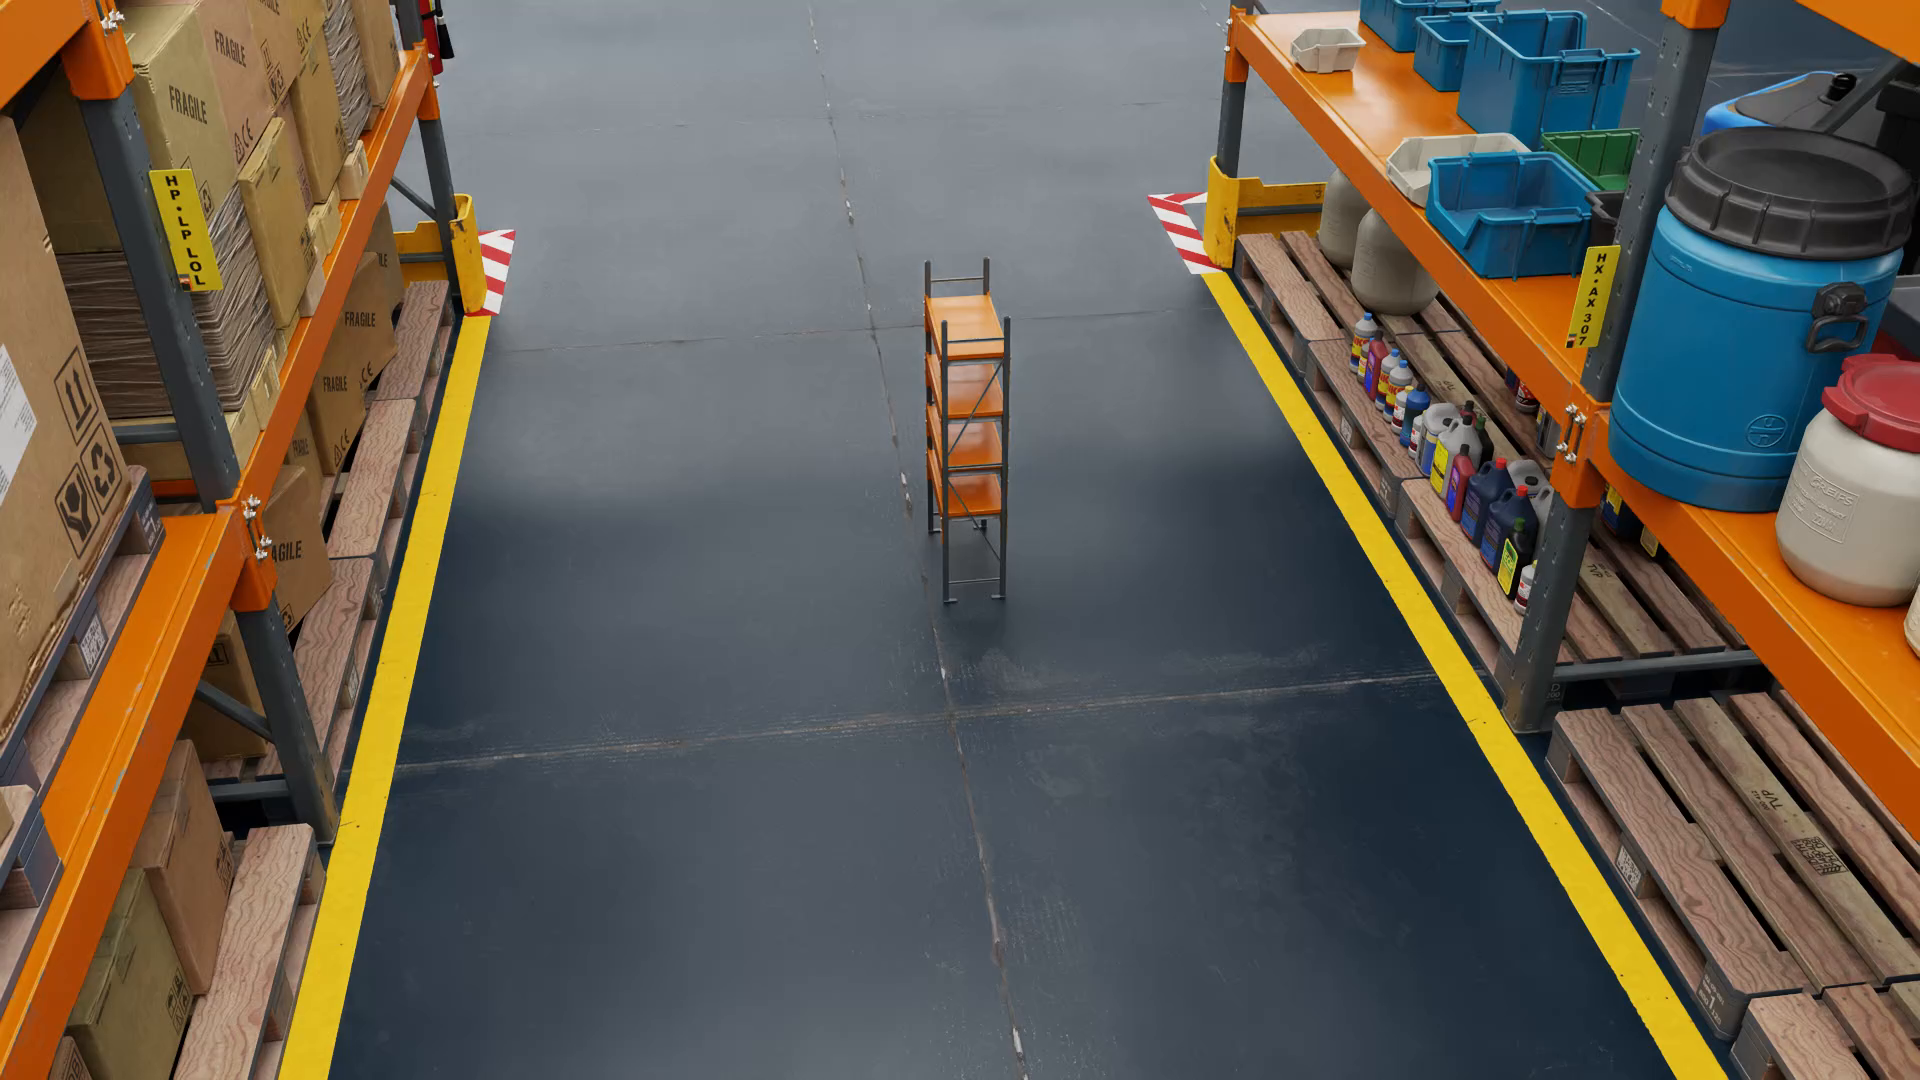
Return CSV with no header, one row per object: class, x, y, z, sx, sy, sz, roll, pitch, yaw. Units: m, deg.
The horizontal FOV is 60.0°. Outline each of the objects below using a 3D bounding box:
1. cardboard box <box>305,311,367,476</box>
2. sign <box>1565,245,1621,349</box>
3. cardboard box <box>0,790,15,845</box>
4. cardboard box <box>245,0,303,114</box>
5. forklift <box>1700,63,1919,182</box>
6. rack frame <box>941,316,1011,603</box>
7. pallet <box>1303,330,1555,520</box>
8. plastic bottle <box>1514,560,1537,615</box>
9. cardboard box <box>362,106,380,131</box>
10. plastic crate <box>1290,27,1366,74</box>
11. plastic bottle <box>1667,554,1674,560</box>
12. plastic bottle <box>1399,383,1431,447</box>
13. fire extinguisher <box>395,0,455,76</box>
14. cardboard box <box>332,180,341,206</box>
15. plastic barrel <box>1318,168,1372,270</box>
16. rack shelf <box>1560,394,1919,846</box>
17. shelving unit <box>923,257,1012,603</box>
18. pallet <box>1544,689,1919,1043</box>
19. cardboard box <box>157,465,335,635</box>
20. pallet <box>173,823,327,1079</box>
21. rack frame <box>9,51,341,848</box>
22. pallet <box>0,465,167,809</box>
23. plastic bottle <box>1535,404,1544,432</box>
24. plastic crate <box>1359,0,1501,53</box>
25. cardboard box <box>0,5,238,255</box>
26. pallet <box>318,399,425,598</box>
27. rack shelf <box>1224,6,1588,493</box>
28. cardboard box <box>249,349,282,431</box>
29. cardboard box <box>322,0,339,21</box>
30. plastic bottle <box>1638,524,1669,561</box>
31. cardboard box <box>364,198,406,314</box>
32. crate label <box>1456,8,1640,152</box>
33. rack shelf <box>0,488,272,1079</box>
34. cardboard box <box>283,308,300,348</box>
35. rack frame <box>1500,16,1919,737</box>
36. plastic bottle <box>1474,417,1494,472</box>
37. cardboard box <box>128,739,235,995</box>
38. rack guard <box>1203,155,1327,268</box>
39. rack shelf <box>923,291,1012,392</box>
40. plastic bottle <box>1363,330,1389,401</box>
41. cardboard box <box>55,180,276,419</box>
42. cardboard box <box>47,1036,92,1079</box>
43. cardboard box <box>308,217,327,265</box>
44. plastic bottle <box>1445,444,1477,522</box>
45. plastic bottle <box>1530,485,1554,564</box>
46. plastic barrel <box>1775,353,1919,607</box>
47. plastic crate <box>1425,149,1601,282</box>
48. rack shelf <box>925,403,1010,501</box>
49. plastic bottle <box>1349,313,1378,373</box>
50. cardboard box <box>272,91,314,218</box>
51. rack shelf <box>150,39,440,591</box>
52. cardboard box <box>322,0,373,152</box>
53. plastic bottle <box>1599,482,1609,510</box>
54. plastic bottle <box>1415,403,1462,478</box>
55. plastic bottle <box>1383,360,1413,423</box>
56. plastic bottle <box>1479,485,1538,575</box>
cardboard box,-2.794,-0.598,6.811,0.500,0.500,0.500,-1,34,-2
sign,1.858,-0.711,4.884,0.100,0.325,0.005,-4,35,-6
cardboard box,-2.179,0.487,2.907,0.797,0.503,0.637,-1,34,-1
cardboard box,-2.447,-1.663,5.286,0.500,0.500,0.500,-4,35,-6
forklift,4.783,-1.852,6.864,1.130,2.935,3.031,-22,40,-29
rack frame,0.055,-0.267,6.077,0.240,1.200,0.015,-4,35,-6
pallet,2.188,-0.540,7.355,1.003,0.211,1.213,-4,35,-6
plastic bottle,2.047,0.164,5.941,0.097,0.201,0.097,0,34,0
cardboard box,-2.662,-1.826,6.989,0.380,0.149,0.250,-4,35,-6
plastic crate,1.668,-2.232,7.595,0.298,0.136,0.250,-4,35,-6
plastic bottle,2.726,-0.078,6.229,0.152,0.276,0.135,-3,34,-5
plastic bottle,1.889,-0.523,6.886,0.097,0.271,0.097,0,34,0
fire extinguisher,-2.600,-2.556,7.906,0.296,0.674,0.183,-4,35,-6
cardboard box,-2.528,-1.268,6.170,0.380,0.149,0.250,-4,35,-6
plastic barrel,2.031,-1.648,8.341,0.421,0.512,0.421,0,34,0
rack shelf,2.674,0.781,3.579,1.077,0.370,4.000,-4,35,-6
shelving unit,0.022,-0.403,6.277,0.258,1.200,0.503,-4,35,-6
pallet,2.549,0.955,5.161,1.003,0.211,1.213,-4,35,-6
cardboard box,-2.602,0.057,5.849,0.500,0.500,0.500,6,35,9
pallet,-2.397,1.330,4.612,1.003,0.211,1.213,-4,35,-6
rack frame,-2.503,-0.257,4.464,1.000,3.000,0.127,-4,35,-6
pallet,-2.545,0.260,3.876,1.003,0.211,1.213,-4,35,-6
plastic bottle,2.486,-0.552,6.991,0.097,0.201,0.097,0,34,0
plastic crate,2.231,-2.546,7.955,0.499,0.251,0.616,-4,35,-6
cardboard box,-2.312,-1.105,4.467,0.500,0.500,0.500,-4,35,-6
pallet,-2.796,-0.159,6.796,1.003,0.211,1.213,-4,35,-6
rack shelf,2.136,-1.451,6.854,1.077,0.370,4.000,-4,35,-6
cardboard box,-2.255,-0.437,4.950,0.380,0.149,0.250,-4,35,-6
cardboard box,-2.585,-2.221,6.104,0.500,0.500,0.500,-4,35,-6
plastic bottle,2.620,-0.072,6.214,0.061,0.283,0.133,-4,35,-6
cardboard box,-2.974,-1.280,7.812,0.500,0.500,0.500,2,34,2
crate label,2.382,-1.872,6.802,0.502,0.435,0.616,-4,35,-6
rack shelf,-2.234,1.156,3.029,1.077,0.370,4.000,-4,35,-6
cardboard box,-2.359,-0.713,5.355,0.380,0.149,0.250,-4,35,-6
rack frame,2.405,-0.632,5.014,1.000,3.000,0.127,-4,35,-6
plastic bottle,2.061,-0.339,6.605,0.061,0.283,0.133,-4,35,-6
cardboard box,-2.442,0.938,4.539,0.700,0.500,0.500,-7,35,-10
rack guard,1.924,-1.793,8.936,1.175,0.500,0.348,-4,35,-6
rack shelf,0.022,-0.728,6.055,0.258,0.148,0.480,-4,35,-6
plastic bottle,1.814,-0.761,7.224,0.061,0.283,0.133,-4,34,-6
cardboard box,-2.502,-0.677,4.727,0.875,0.500,0.500,-4,35,-6
cardboard box,-2.321,1.518,3.688,0.700,0.500,0.500,-7,35,-10
cardboard box,-2.427,-0.992,5.765,0.380,0.149,0.250,-4,35,-6
plastic bottle,1.943,-0.224,6.436,0.061,0.283,0.133,-2,34,-3
plastic bottle,2.175,-0.068,6.148,0.144,0.351,0.185,-4,35,-6
plastic barrel,2.316,-0.138,4.168,0.433,0.535,0.433,0,34,0
plastic crate,1.987,-1.168,5.932,0.499,0.251,0.616,-4,35,-6
rack shelf,0.022,-0.348,6.314,0.258,0.148,0.480,-4,35,-6
plastic bottle,1.802,-0.883,7.415,0.097,0.271,0.097,0,34,0
cardboard box,-2.702,-1.230,5.539,0.875,0.500,0.500,-4,35,-6
rack shelf,-2.772,-1.076,6.304,1.077,0.370,4.000,-4,35,-6
cardboard box,-2.784,-1.792,6.363,0.875,0.500,0.500,-4,35,-6
plastic bottle,2.568,-0.240,6.471,0.097,0.271,0.097,0,34,0
plastic bottle,1.945,-0.404,6.708,0.152,0.276,0.135,-4,34,-6
plastic bottle,1.861,-0.636,7.052,0.097,0.271,0.097,0,34,0
plastic bottle,2.033,-0.057,6.131,0.144,0.351,0.185,-5,35,-8
